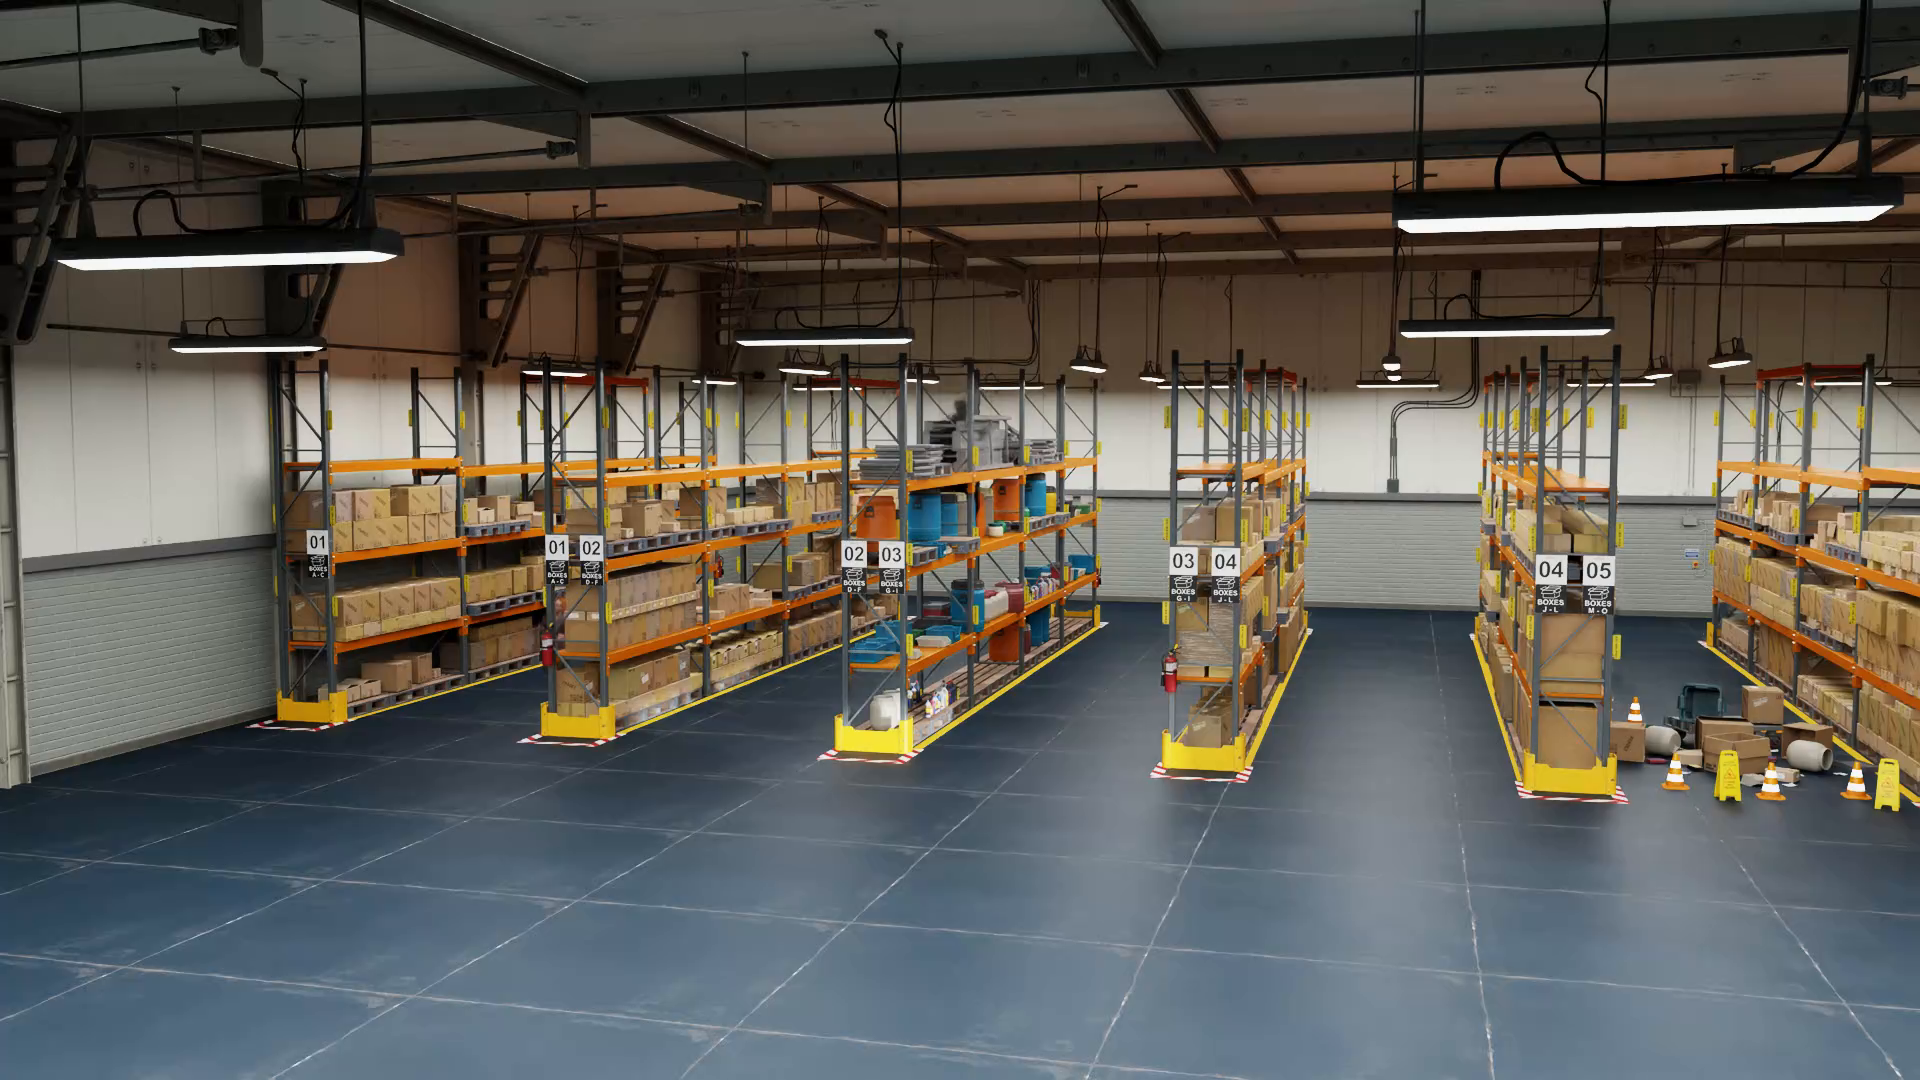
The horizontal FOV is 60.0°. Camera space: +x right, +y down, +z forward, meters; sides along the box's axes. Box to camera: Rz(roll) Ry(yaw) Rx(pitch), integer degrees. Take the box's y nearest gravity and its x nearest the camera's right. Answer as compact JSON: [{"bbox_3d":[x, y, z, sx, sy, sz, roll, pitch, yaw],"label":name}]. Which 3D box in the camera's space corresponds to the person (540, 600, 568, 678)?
[{"bbox_3d":[-7.312,1.958,30.119,0.765,1.744,0.609,1,4,9],"label":"person"}]

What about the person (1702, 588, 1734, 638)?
[{"bbox_3d":[17.461,1.413,37.994,0.897,1.783,0.720,2,5,27],"label":"person"}]
